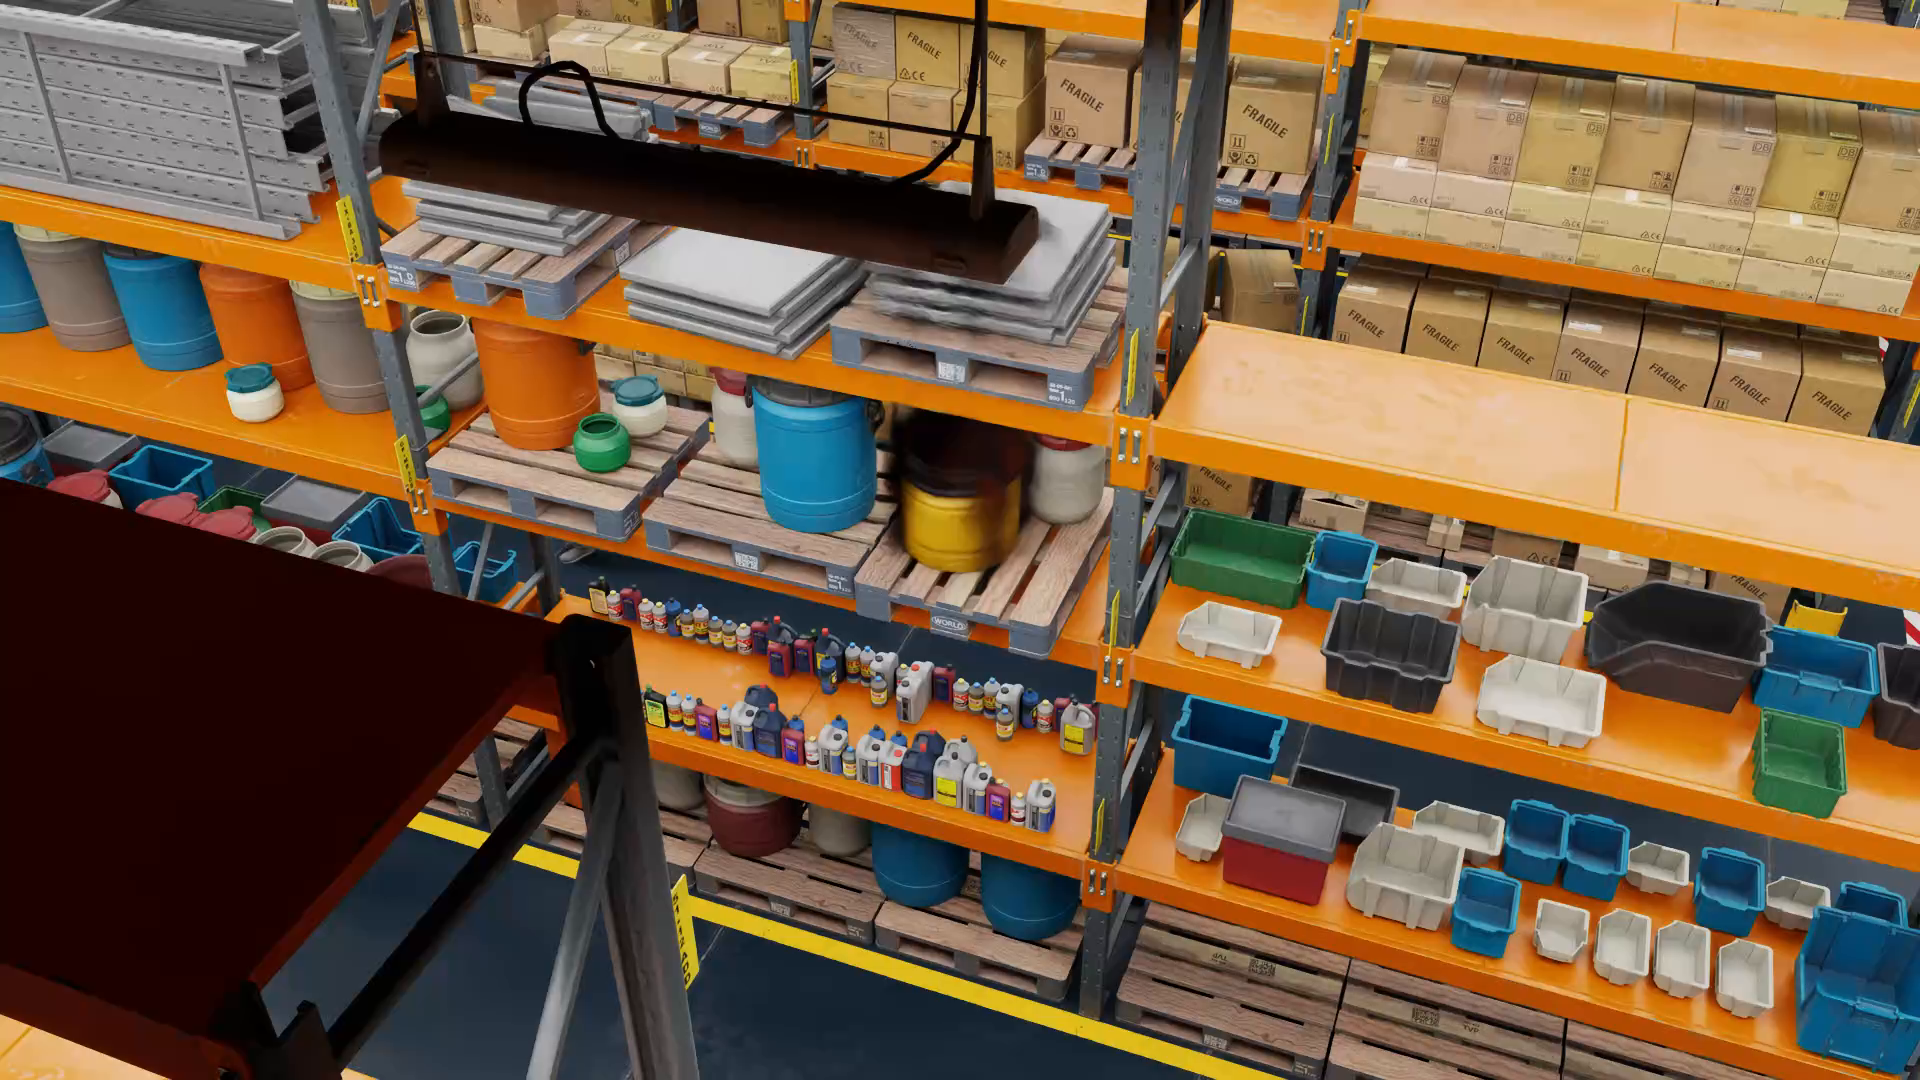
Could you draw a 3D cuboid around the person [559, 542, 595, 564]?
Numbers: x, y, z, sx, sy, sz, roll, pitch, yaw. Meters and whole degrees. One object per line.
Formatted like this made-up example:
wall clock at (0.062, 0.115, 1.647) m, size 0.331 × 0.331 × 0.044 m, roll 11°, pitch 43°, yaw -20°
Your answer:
person at (-2.765, -0.569, 12.782) m, size 0.953 × 1.663 × 0.575 m, roll -1°, pitch 37°, yaw -2°
